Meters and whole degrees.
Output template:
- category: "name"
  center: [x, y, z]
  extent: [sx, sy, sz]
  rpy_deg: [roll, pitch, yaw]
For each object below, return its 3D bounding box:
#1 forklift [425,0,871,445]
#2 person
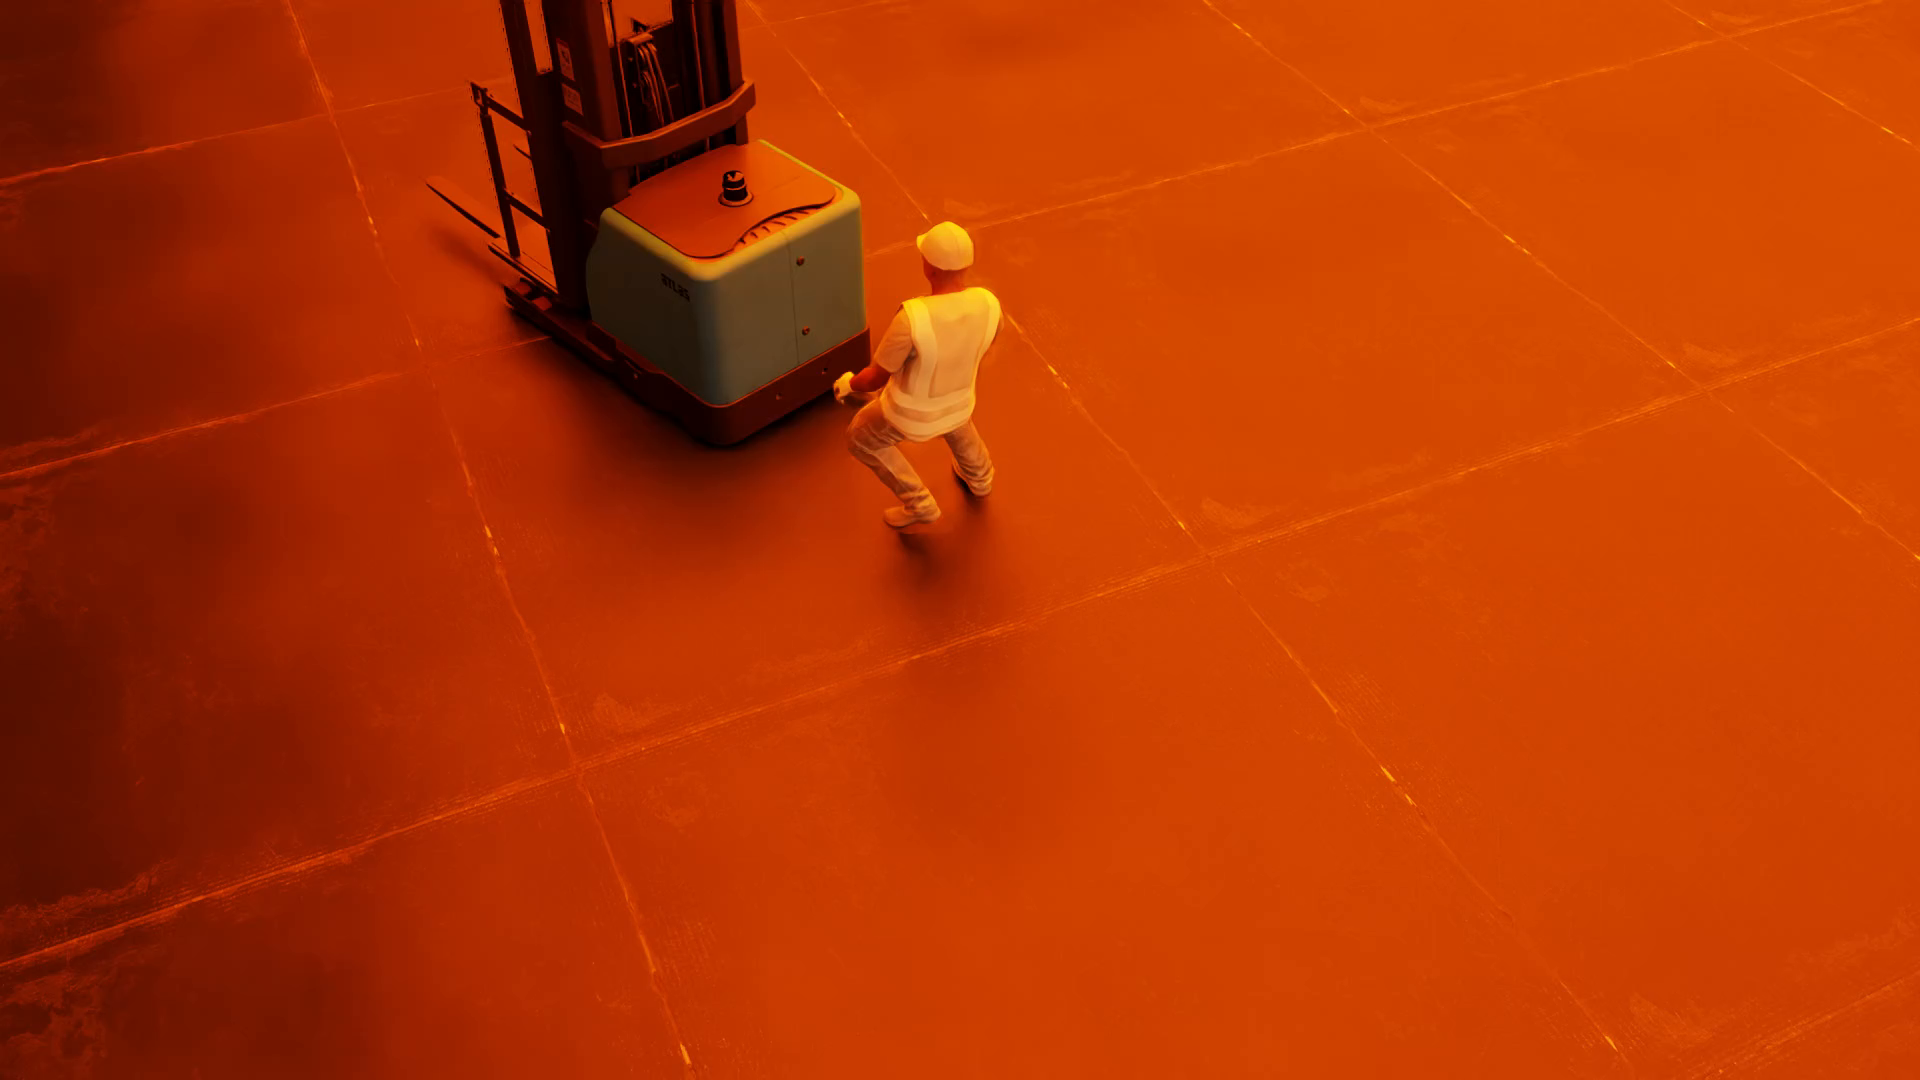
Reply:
- category: "forklift"
  center: [-1.852, -2.448, 8.303]
  extent: [1.130, 2.935, 3.031]
  rpy_deg: [-34, 52, -31]
- category: "person"
  center: [-0.134, -0.715, 7.382]
  extent: [0.859, 1.662, 0.617]
  rpy_deg: [-26, 49, -25]
